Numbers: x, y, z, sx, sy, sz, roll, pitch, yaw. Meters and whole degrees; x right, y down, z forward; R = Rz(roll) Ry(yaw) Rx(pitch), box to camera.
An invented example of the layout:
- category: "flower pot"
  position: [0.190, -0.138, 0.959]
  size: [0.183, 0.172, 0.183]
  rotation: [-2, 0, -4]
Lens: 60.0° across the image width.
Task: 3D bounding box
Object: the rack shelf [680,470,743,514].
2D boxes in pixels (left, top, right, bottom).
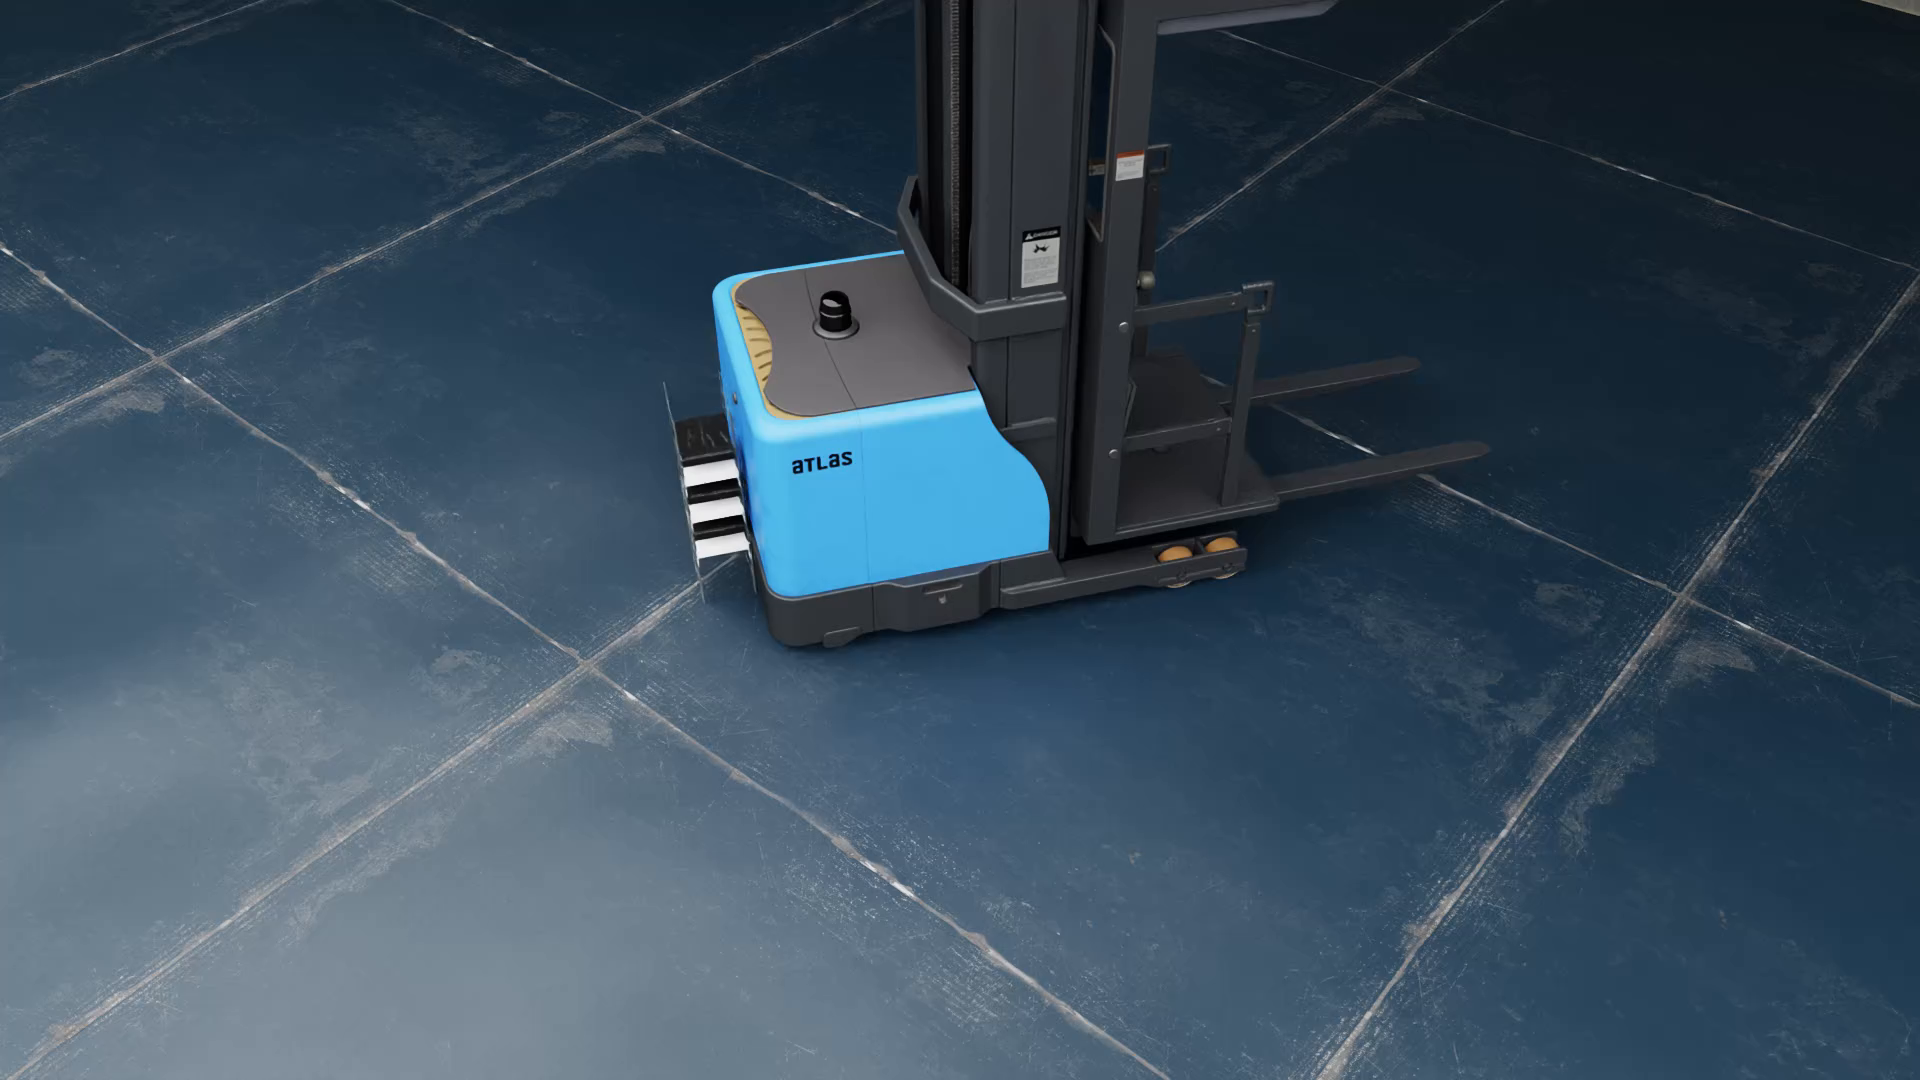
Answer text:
- category: "rack shelf"
  position: [-0.938, -0.224, 6.240]
  size: [0.200, 0.077, 0.258]
  rotation: [-11, 43, -11]

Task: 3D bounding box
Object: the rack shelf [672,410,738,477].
- category: "rack shelf"
  position: [-0.941, -0.357, 6.119]
  size: [0.200, 0.077, 0.258]
  rotation: [-11, 43, -11]

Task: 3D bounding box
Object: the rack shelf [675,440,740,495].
- category: "rack shelf"
  position: [-0.940, -0.290, 6.179]
  size: [0.200, 0.077, 0.258]
  rotation: [-11, 43, -11]

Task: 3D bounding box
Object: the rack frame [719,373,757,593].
- category: "rack frame"
  position: [-0.839, -0.202, 6.297]
  size: [0.006, 0.900, 0.240]
  rotation: [-11, 43, -11]

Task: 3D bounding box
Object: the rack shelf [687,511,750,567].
- category: "rack shelf"
  position: [-0.934, -0.025, 6.423]
  size: [0.200, 0.077, 0.258]
  rotation: [-11, 43, -11]

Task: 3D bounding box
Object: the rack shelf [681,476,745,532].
- category: "rack shelf"
  position: [-0.937, -0.158, 6.301]
  size: [0.200, 0.077, 0.258]
  rotation: [-11, 43, -11]

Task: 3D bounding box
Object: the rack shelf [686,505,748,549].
- category: "rack shelf"
  position: [-0.935, -0.091, 6.362]
  size: [0.200, 0.077, 0.258]
  rotation: [-11, 43, -11]

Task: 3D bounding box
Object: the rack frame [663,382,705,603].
- category: "rack frame"
  position: [-1.035, -0.163, 6.260]
  size: [0.006, 0.900, 0.240]
  rotation: [-11, 43, -11]

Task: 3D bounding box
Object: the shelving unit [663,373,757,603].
- category: "shelving unit"
  position: [-0.937, -0.182, 6.279]
  size: [0.210, 0.900, 0.258]
  rotation: [-11, 43, -11]

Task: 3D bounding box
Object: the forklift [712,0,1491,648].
- category: "forklift"
  position: [0.633, -1.230, 5.924]
  size: [3.031, 2.935, 1.130]
  rotation: [-11, 43, -11]
